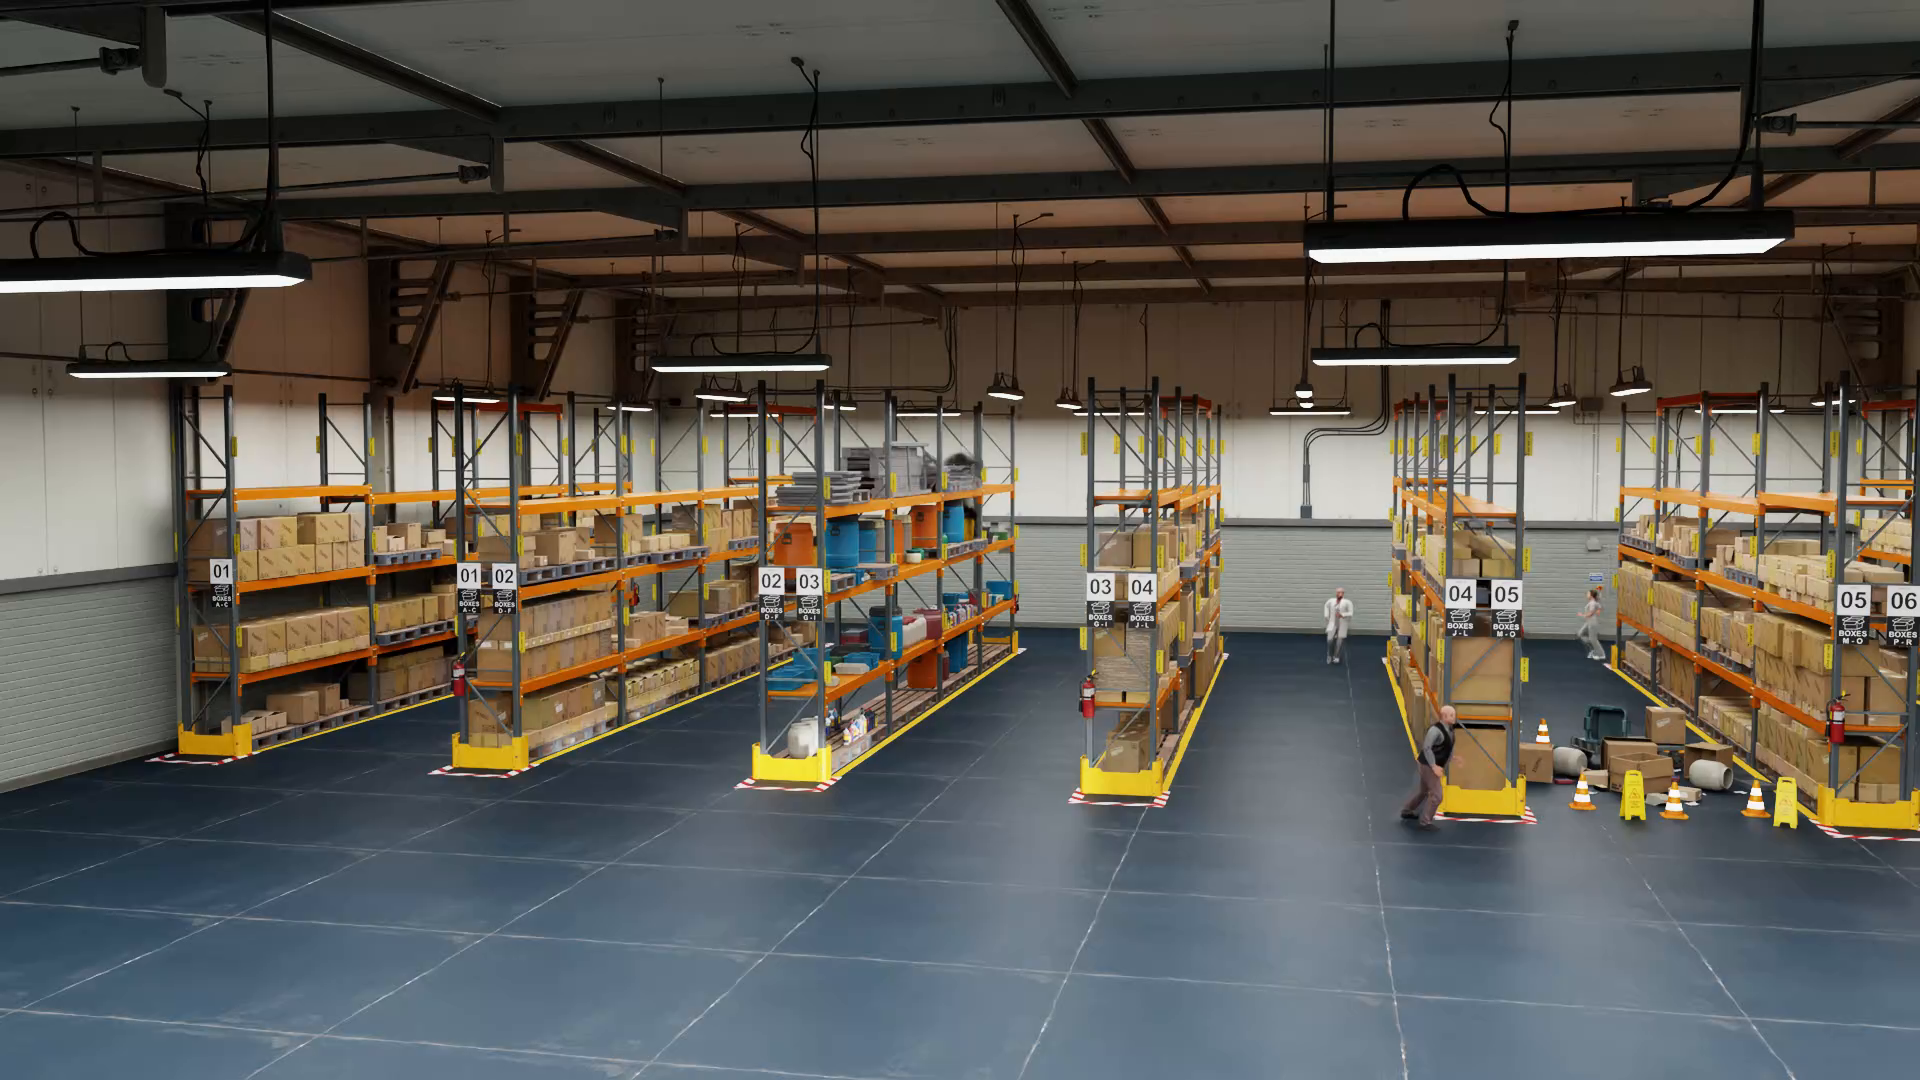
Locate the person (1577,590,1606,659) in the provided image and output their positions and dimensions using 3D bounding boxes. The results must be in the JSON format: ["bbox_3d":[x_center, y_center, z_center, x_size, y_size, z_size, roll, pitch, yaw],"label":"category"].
[{"bbox_3d":[14.797,1.984,38.961,0.661,1.647,0.554,1,3,20],"label":"person"}]

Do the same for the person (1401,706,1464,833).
[{"bbox_3d":[6.157,3.013,21.780,0.819,1.578,0.694,2,4,30],"label":"person"}]

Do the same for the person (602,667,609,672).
[{"bbox_3d":[-7.560,2.260,35.434,0.577,1.532,0.791,0,3,-4],"label":"person"}]

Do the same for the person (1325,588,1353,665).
[{"bbox_3d":[8.692,1.987,38.222,0.689,1.773,0.685,1,3,20],"label":"person"}]

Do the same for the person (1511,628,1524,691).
[{"bbox_3d":[11.224,2.270,34.011,0.664,1.672,0.761,0,3,5],"label":"person"}]
